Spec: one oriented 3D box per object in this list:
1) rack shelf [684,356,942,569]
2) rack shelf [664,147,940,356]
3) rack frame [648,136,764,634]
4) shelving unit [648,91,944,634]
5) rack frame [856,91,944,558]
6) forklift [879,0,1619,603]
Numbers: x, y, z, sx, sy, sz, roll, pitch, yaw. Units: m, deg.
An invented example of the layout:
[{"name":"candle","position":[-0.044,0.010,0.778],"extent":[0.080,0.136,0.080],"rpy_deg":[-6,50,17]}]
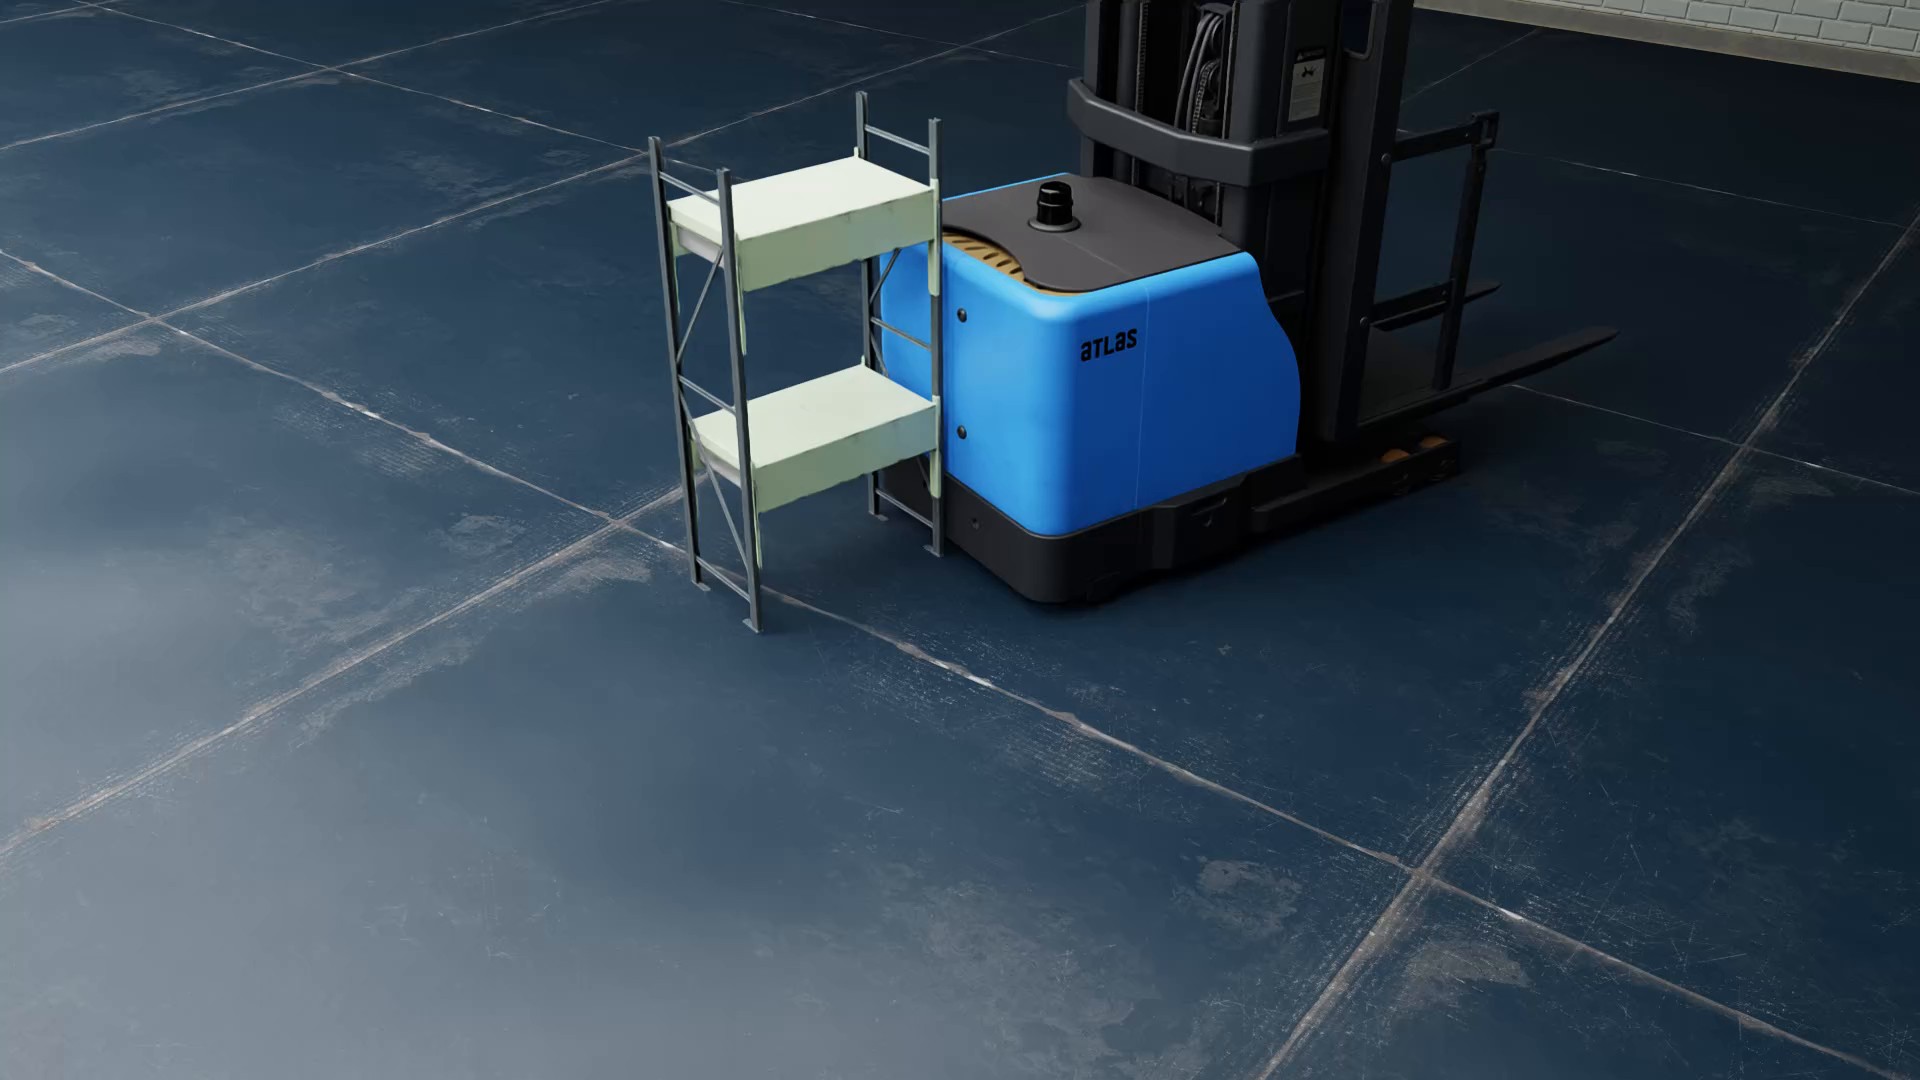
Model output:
[{"name":"rack shelf","position":[-0.472,-0.267,5.368],"extent":[0.720,0.370,0.431],"rpy_deg":[-23,37,-33]},{"name":"rack shelf","position":[-0.472,-0.883,5.003],"extent":[0.720,0.370,0.431],"rpy_deg":[-23,37,-33]},{"name":"rack frame","position":[-0.755,-0.429,5.003],"extent":[0.023,1.500,0.400],"rpy_deg":[-23,37,-33]},{"name":"shelving unit","position":[-0.472,-0.547,5.202],"extent":[0.755,1.500,0.431],"rpy_deg":[-23,37,-33]},{"name":"rack frame","position":[-0.188,-0.665,5.401],"extent":[0.023,1.500,0.400],"rpy_deg":[-23,37,-33]},{"name":"forklift","position":[1.228,-1.628,5.622],"extent":[3.031,2.935,1.130],"rpy_deg":[-19,35,-28]}]
